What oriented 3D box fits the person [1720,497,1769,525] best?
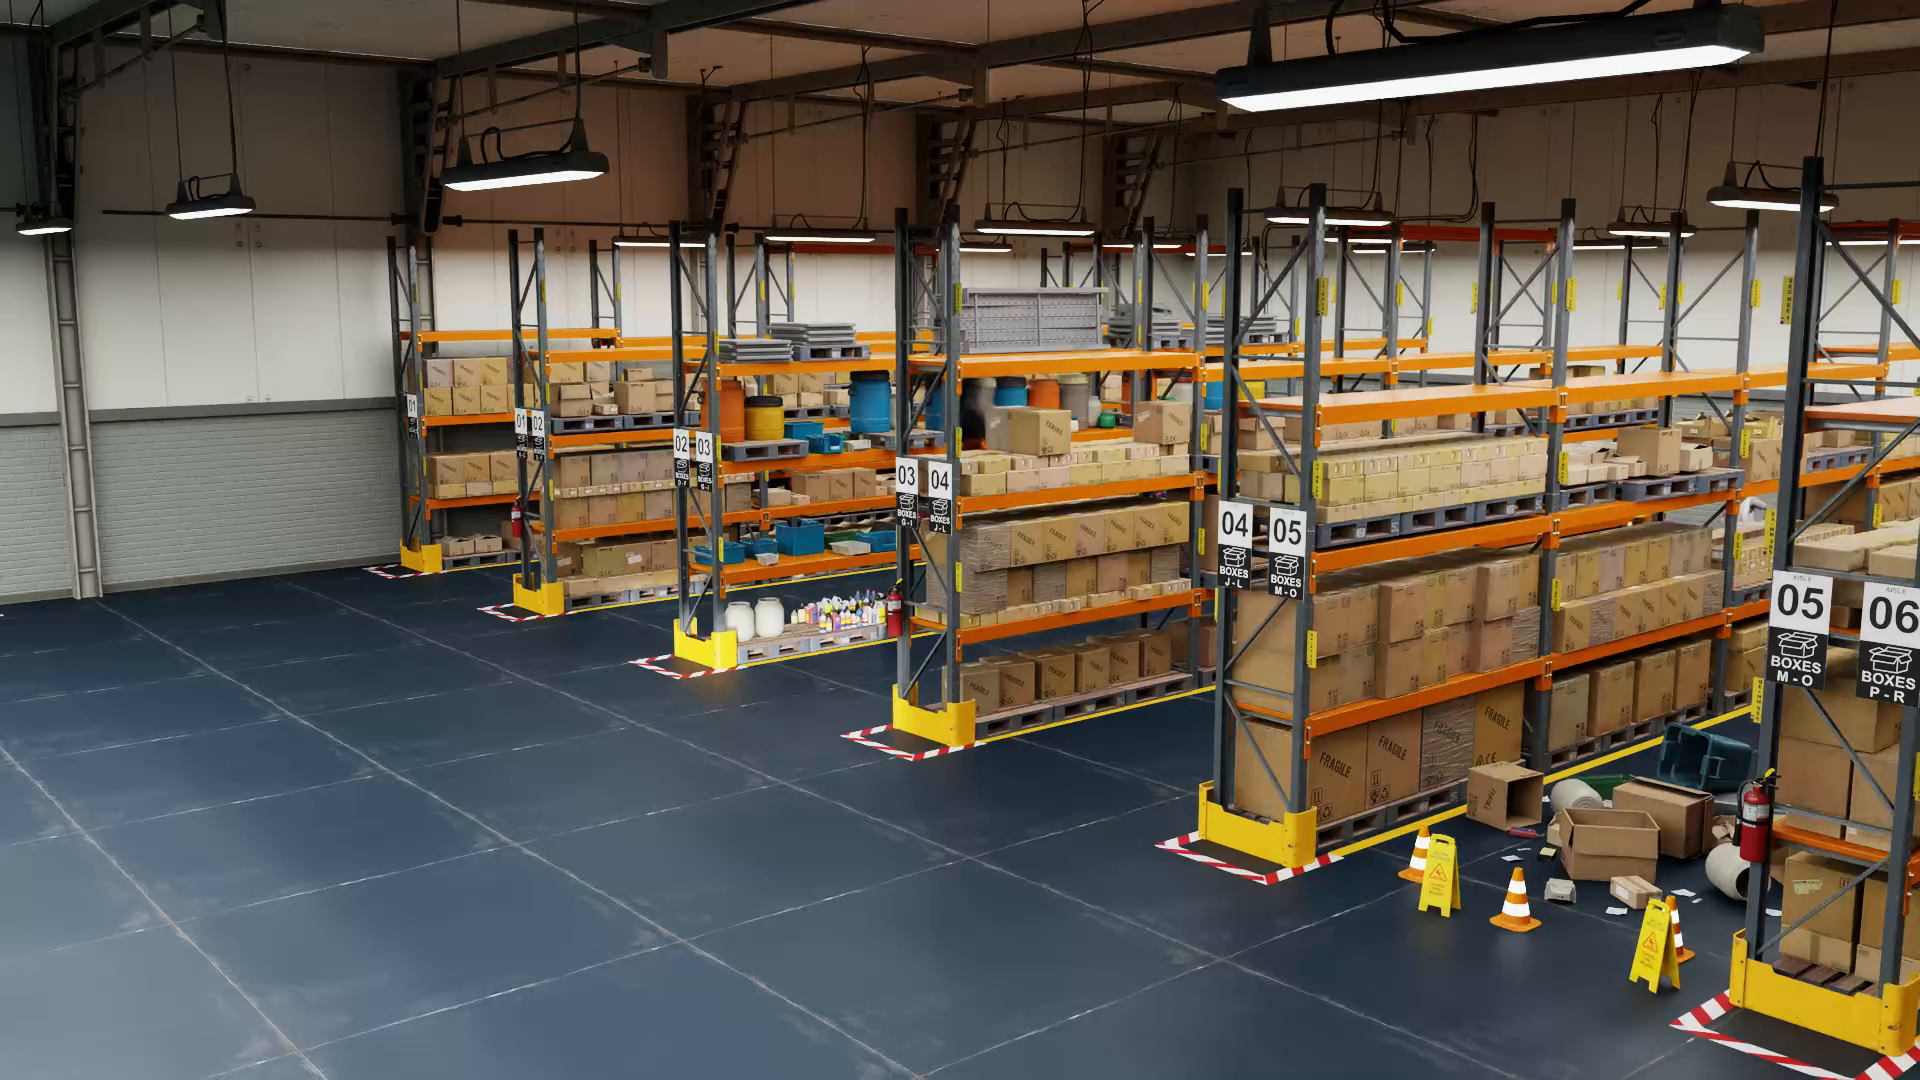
[{"bbox_3d":[13.547,-0.149,28.854,0.841,1.731,0.703,-6,11,-33],"label":"person"}]

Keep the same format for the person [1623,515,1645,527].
[{"bbox_3d":[10.689,0.332,26.188,0.689,1.685,0.735,8,12,41],"label":"person"}]
